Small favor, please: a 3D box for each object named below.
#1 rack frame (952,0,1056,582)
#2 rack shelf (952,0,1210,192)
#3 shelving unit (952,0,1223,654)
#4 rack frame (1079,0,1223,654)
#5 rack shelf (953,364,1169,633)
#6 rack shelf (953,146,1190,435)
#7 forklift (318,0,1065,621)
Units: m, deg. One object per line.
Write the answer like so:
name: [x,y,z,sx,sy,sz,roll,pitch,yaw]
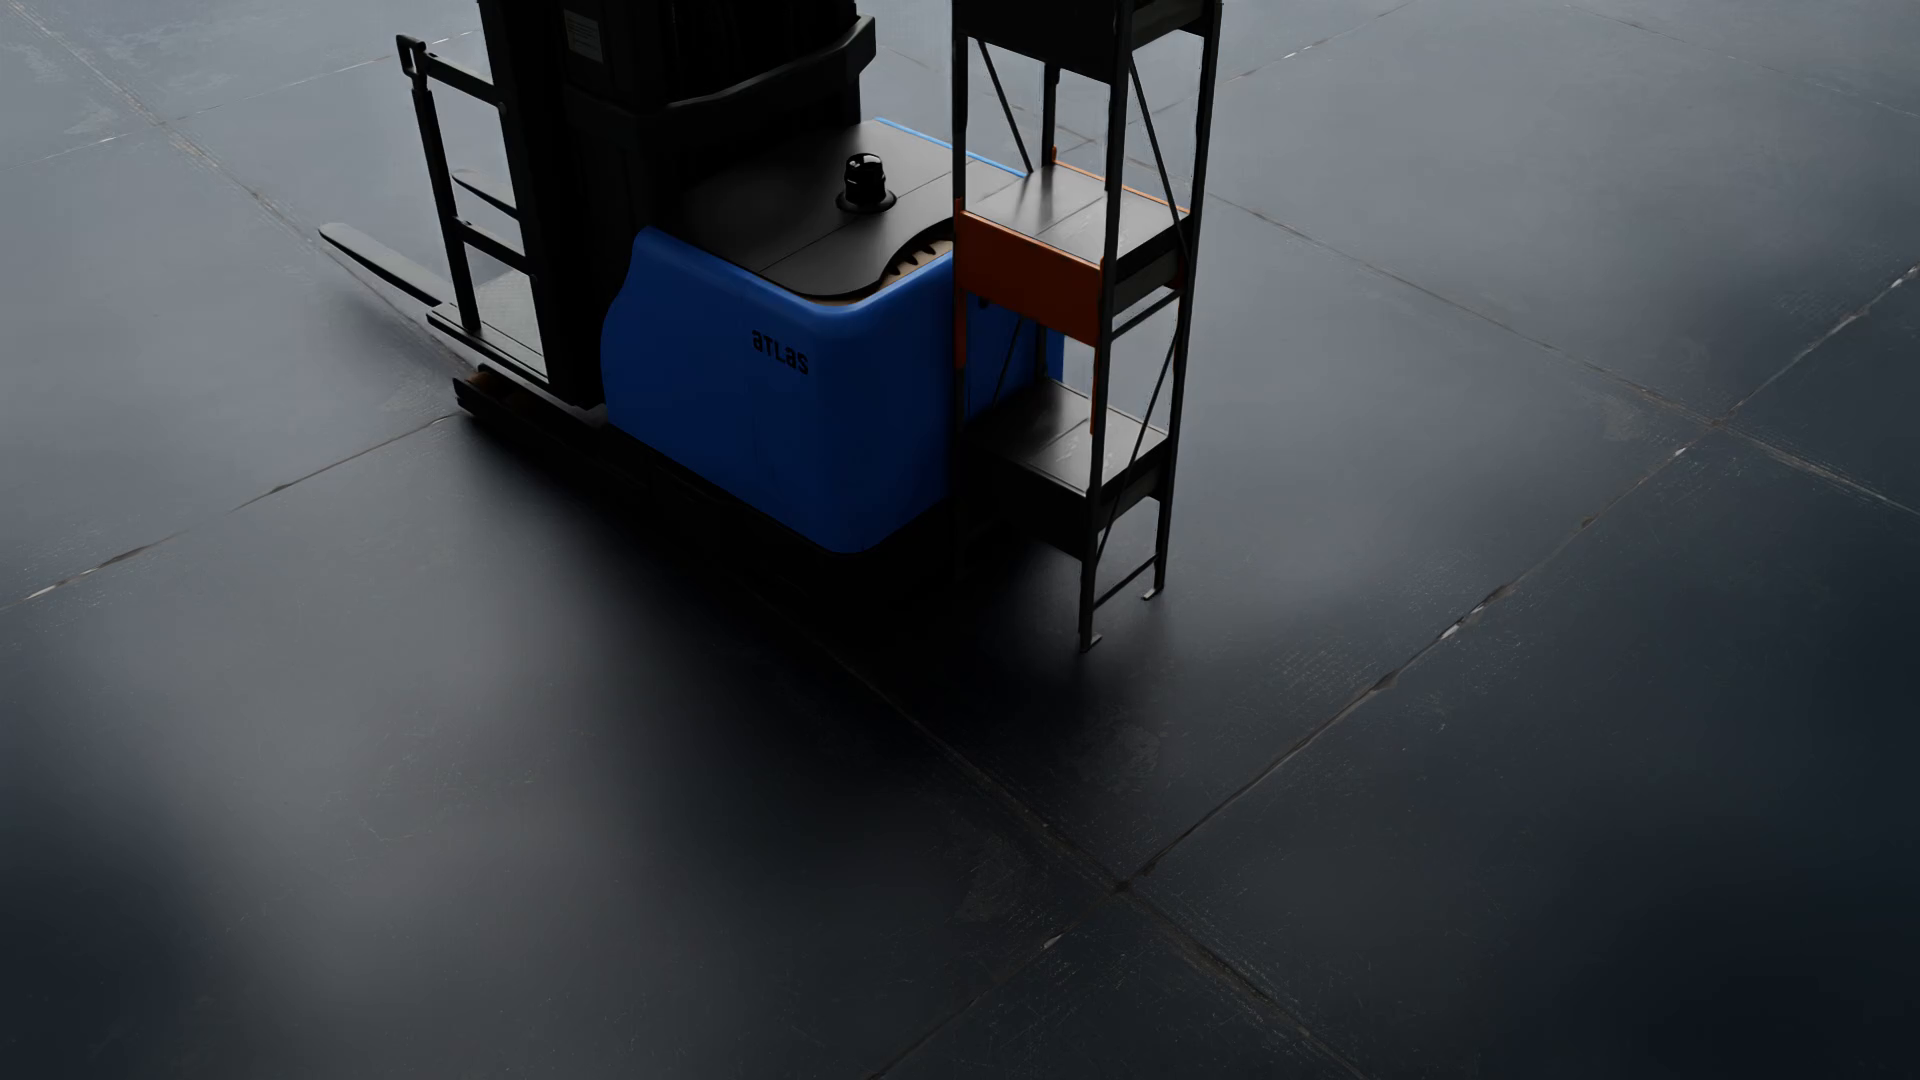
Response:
rack frame: [0.118,-0.784,4.550,0.015,2.100,0.400,29,47,31]
rack shelf: [0.301,-1.217,3.994,0.480,0.518,0.431,29,47,31]
shelving unit: [0.301,-0.683,4.425,0.503,2.100,0.431,29,47,31]
rack frame: [0.485,-0.582,4.300,0.015,2.100,0.400,29,47,31]
rack shelf: [0.301,-0.128,4.873,0.480,0.518,0.431,29,47,31]
rack shelf: [0.301,-0.673,4.433,0.480,0.518,0.431,29,47,31]
forklift: [-1.105,-1.695,5.016,3.031,2.935,1.130,29,47,31]
